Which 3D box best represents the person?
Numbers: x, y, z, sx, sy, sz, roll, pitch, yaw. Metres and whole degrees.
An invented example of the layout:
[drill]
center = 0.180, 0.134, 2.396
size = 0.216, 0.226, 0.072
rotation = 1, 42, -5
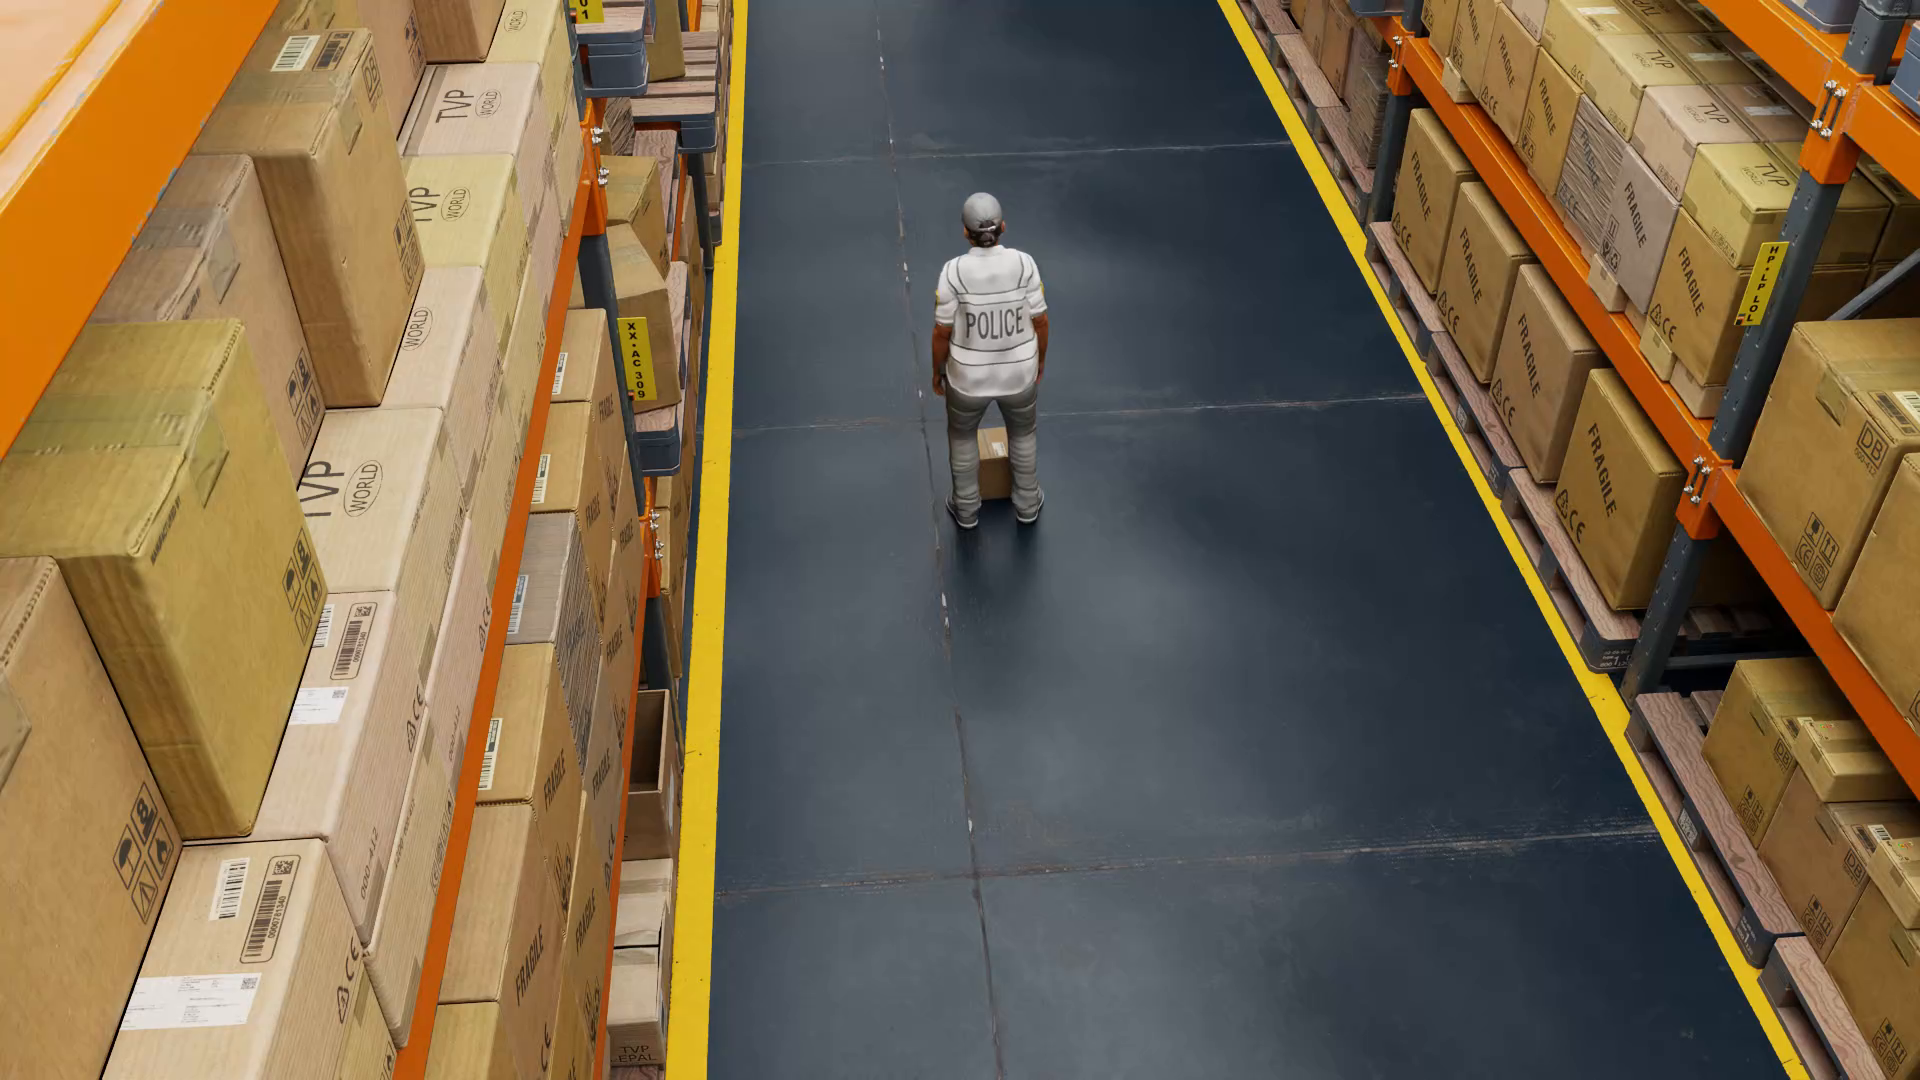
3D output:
[person]
center = 0.143, -0.806, 7.505
size = 0.521, 1.599, 0.469
rotation = -4, 39, -4
